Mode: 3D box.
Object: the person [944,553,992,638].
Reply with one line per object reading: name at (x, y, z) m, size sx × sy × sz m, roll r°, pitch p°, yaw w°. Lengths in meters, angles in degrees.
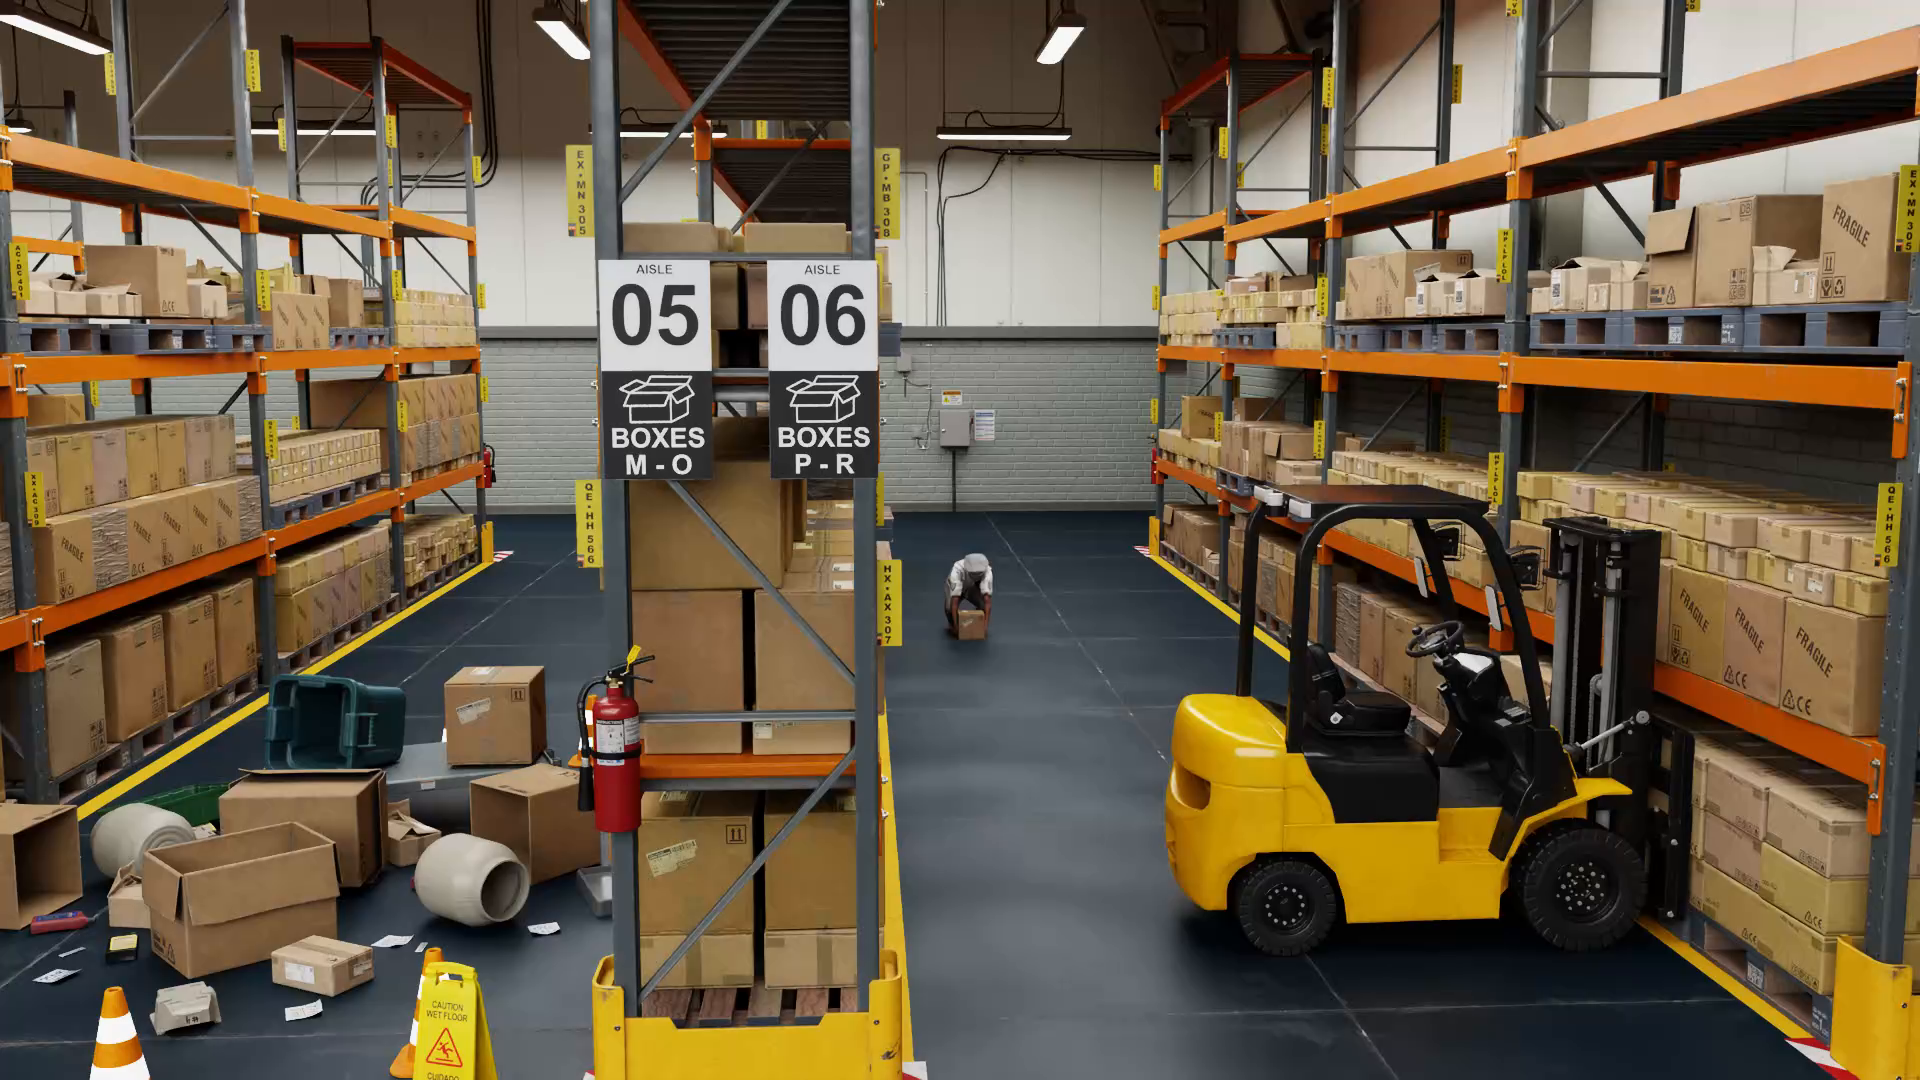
person at (0.078, 0.521, 16.561) m, size 0.480 × 0.848 × 0.871 m, roll 0°, pitch 7°, yaw -4°
